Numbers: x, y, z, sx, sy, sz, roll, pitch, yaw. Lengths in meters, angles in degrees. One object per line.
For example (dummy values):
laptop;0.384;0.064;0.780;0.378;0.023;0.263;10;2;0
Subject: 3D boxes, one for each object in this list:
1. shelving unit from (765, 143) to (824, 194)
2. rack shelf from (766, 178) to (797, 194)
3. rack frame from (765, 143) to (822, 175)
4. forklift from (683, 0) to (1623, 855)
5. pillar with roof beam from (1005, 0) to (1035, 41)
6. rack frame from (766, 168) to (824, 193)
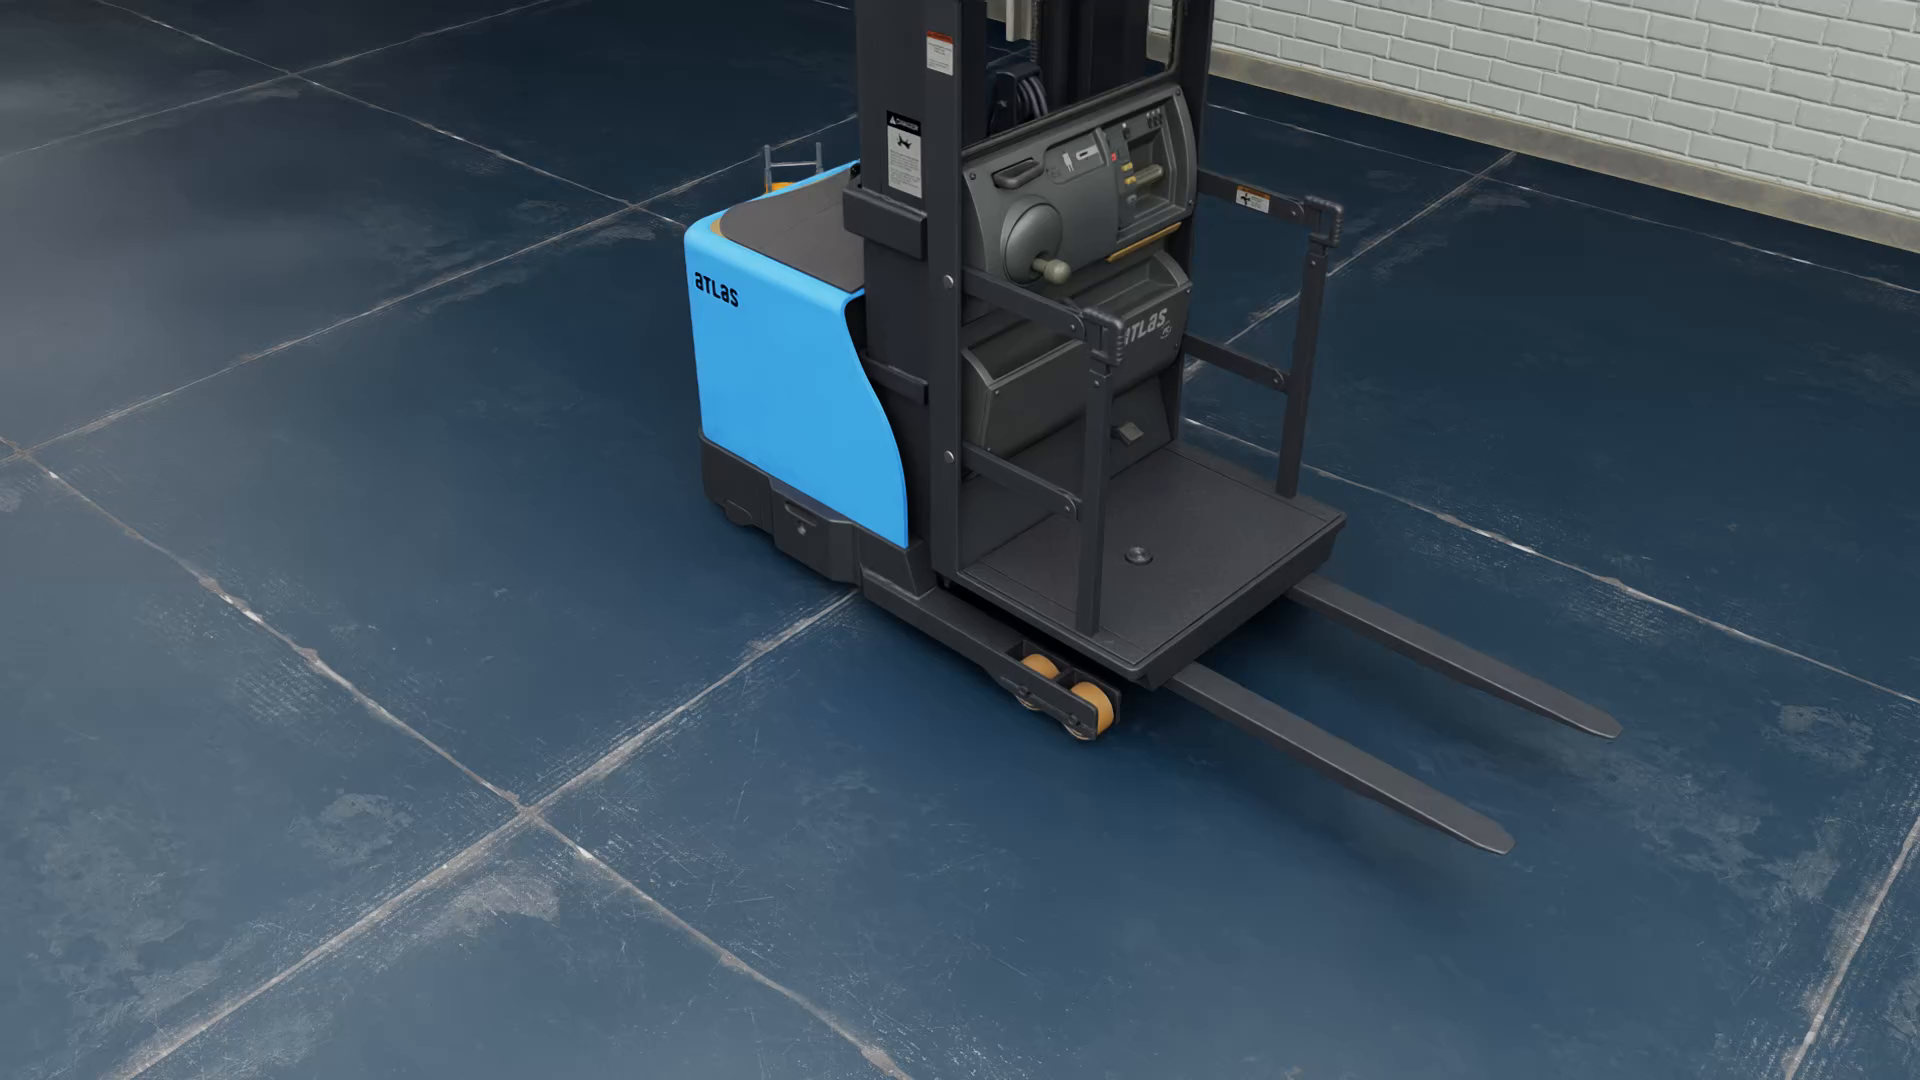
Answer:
shelving unit;-0.586;-0.917;6.158;0.215;1.050;0.252;-4;35;-6
rack shelf;-0.586;-1.142;6.003;0.215;0.259;0.240;-4;35;-6
rack frame;-0.600;-0.986;6.258;0.200;1.050;0.008;-4;35;-6
forklift;0.509;-0.956;4.554;3.031;2.935;1.130;28;43;35
pillar with roof beam;-2.231;-4.912;4.953;0.400;9.000;9.100;25;42;32
rack frame;-0.571;-0.848;6.058;0.200;1.050;0.008;-4;35;-6
